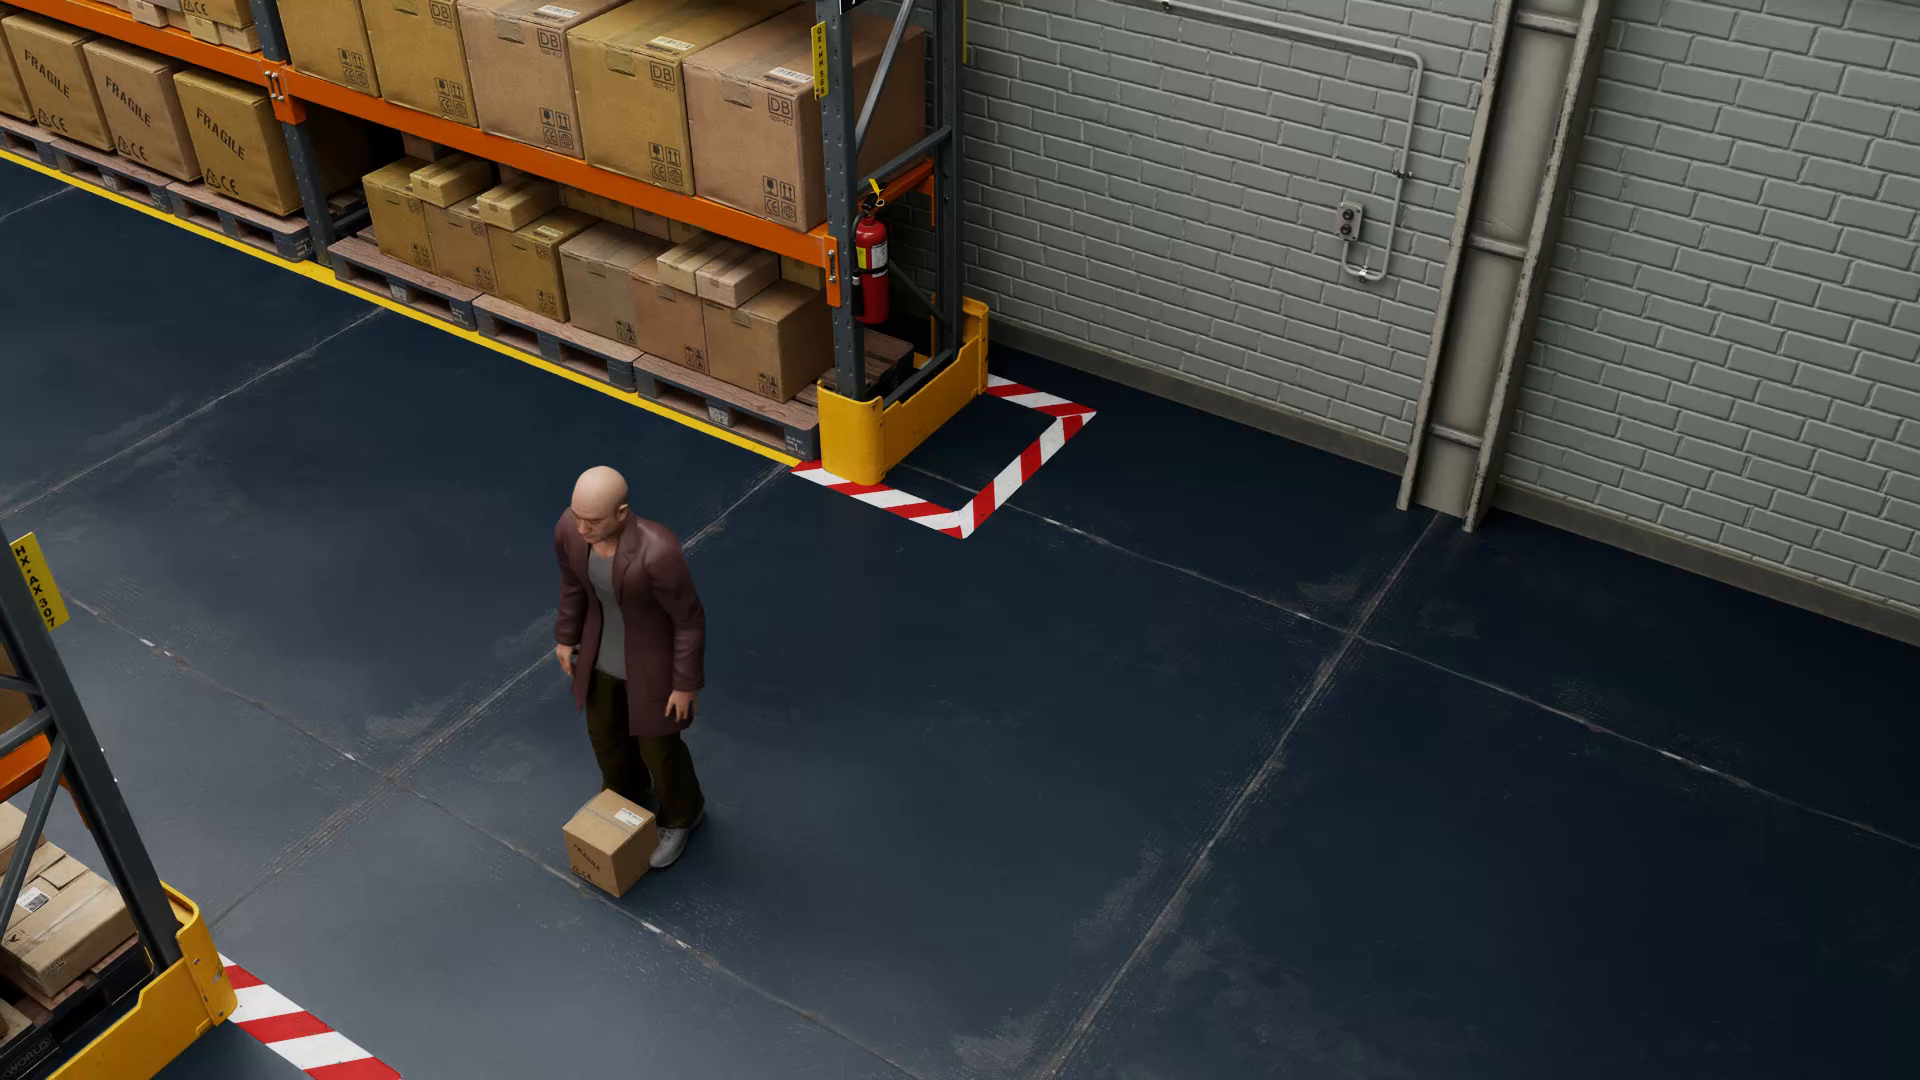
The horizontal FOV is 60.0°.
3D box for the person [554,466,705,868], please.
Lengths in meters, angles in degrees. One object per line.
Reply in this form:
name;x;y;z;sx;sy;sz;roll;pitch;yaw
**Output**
person;-1.207;0.444;6.122;0.655;1.775;0.419;19;42;23
